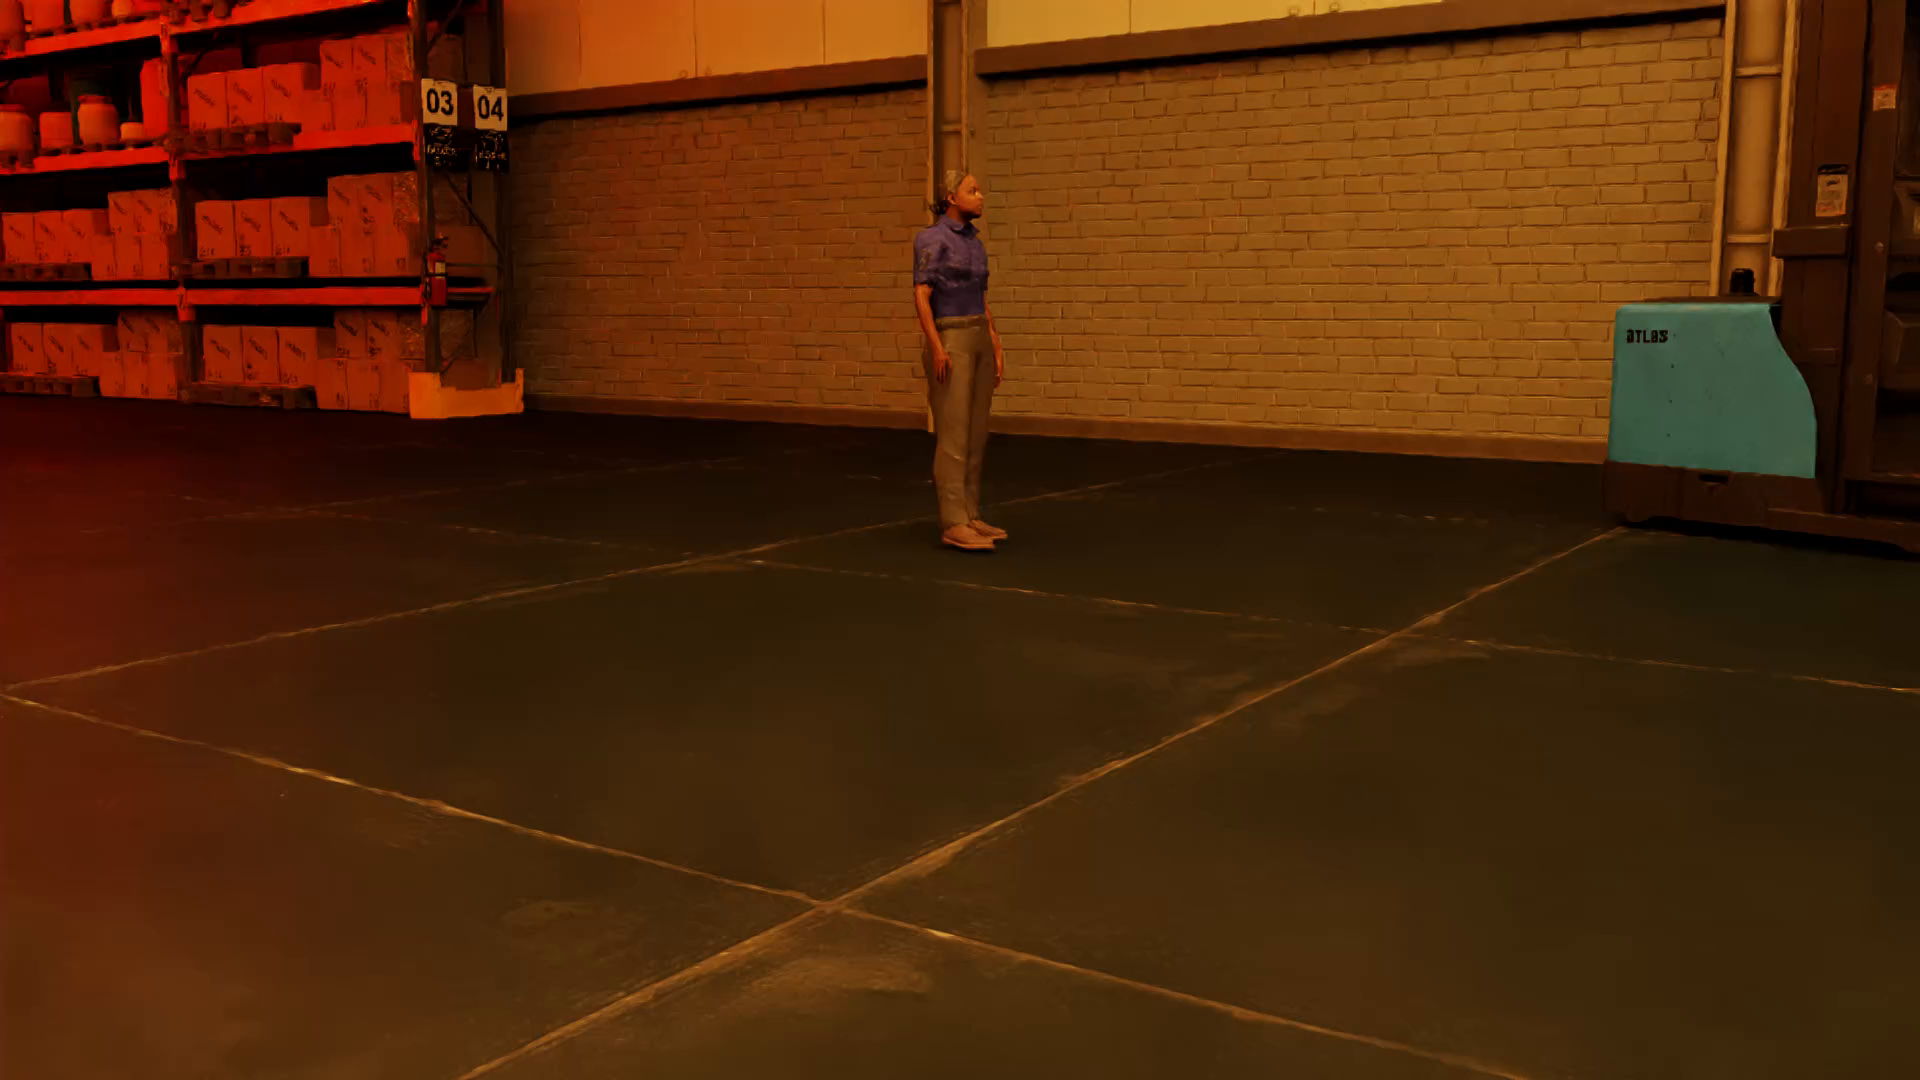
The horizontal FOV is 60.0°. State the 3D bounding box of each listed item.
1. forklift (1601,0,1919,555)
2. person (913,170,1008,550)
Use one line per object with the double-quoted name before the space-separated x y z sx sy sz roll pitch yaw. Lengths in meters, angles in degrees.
"forklift" 4.420 -1.404 7.063 1.130 2.935 3.031 -6 10 -36
"person" 0.062 -0.817 7.422 0.503 1.654 0.570 5 10 34
